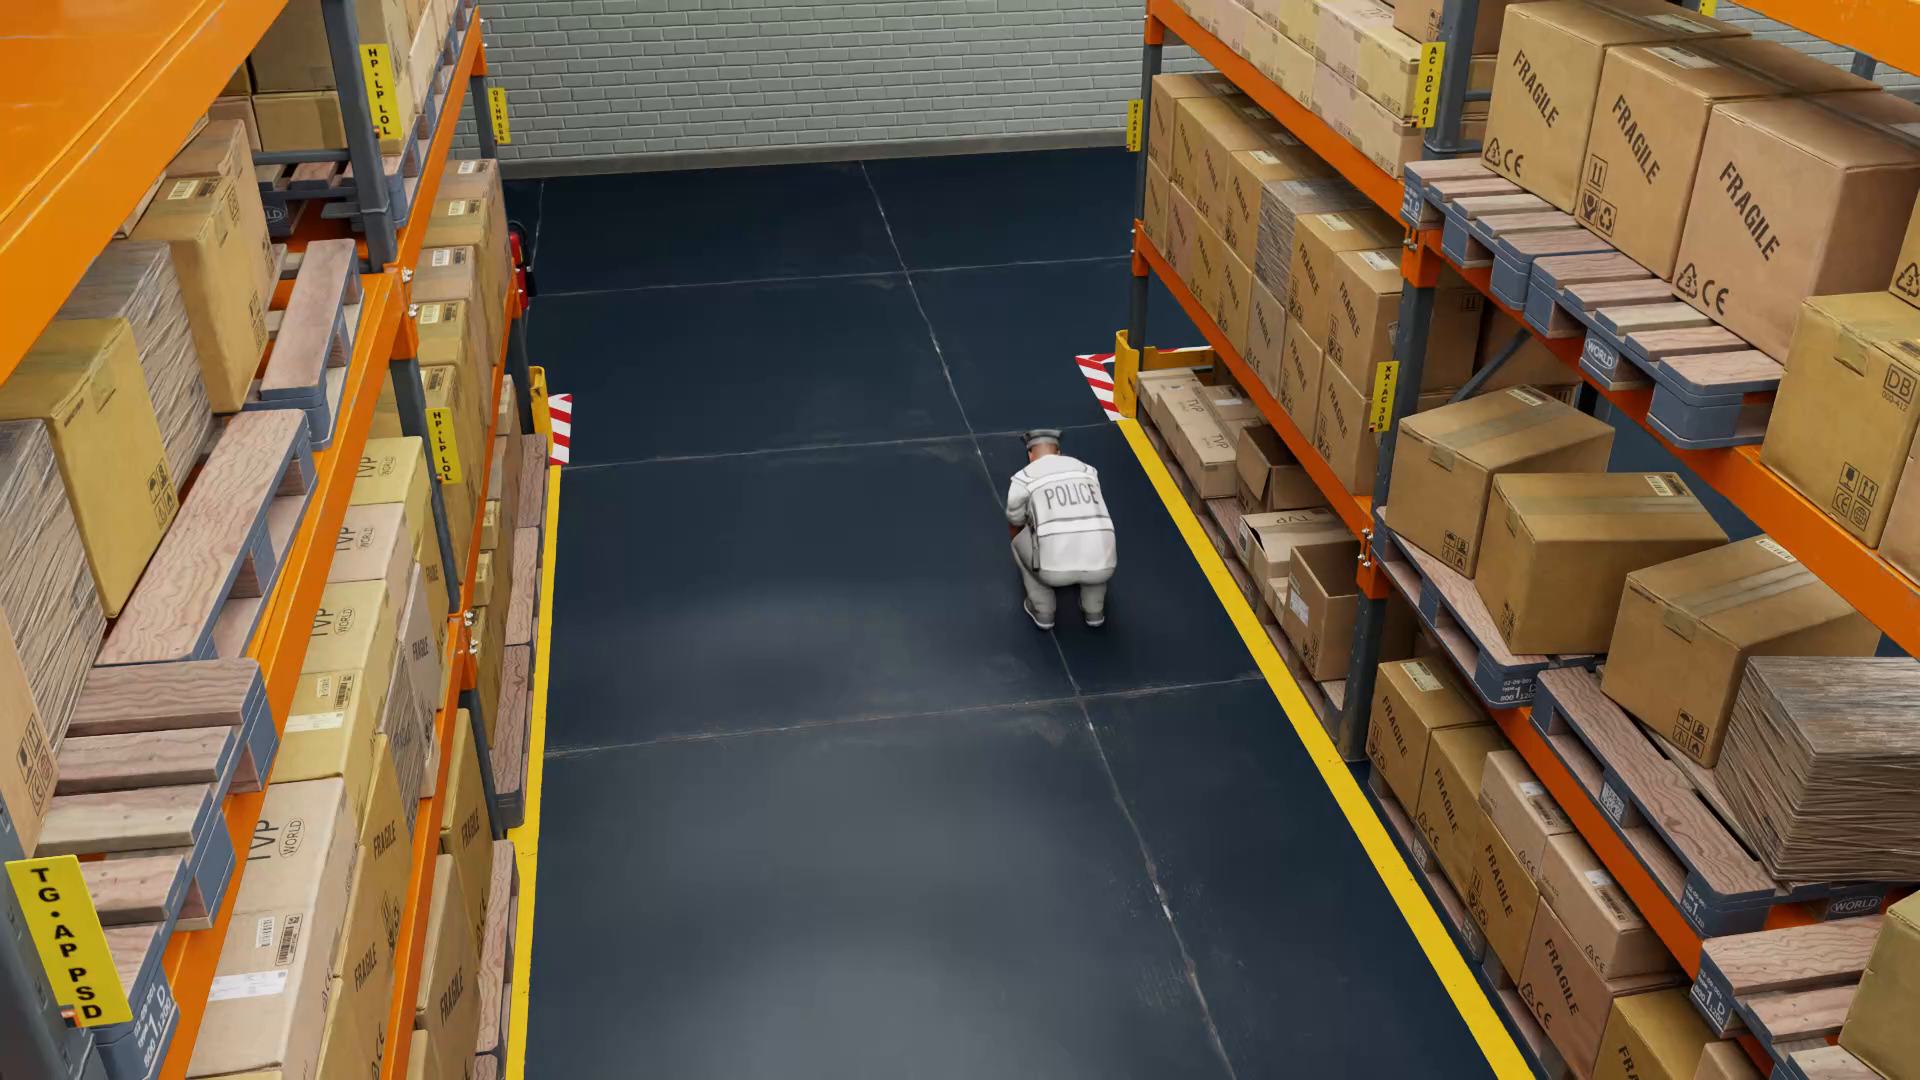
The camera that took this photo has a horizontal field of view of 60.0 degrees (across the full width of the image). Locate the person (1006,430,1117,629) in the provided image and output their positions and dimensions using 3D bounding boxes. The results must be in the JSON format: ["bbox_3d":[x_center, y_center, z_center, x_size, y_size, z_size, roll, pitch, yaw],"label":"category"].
[{"bbox_3d":[0.548,-0.057,9.058,0.560,0.920,0.954,-4,31,-6],"label":"person"}]
